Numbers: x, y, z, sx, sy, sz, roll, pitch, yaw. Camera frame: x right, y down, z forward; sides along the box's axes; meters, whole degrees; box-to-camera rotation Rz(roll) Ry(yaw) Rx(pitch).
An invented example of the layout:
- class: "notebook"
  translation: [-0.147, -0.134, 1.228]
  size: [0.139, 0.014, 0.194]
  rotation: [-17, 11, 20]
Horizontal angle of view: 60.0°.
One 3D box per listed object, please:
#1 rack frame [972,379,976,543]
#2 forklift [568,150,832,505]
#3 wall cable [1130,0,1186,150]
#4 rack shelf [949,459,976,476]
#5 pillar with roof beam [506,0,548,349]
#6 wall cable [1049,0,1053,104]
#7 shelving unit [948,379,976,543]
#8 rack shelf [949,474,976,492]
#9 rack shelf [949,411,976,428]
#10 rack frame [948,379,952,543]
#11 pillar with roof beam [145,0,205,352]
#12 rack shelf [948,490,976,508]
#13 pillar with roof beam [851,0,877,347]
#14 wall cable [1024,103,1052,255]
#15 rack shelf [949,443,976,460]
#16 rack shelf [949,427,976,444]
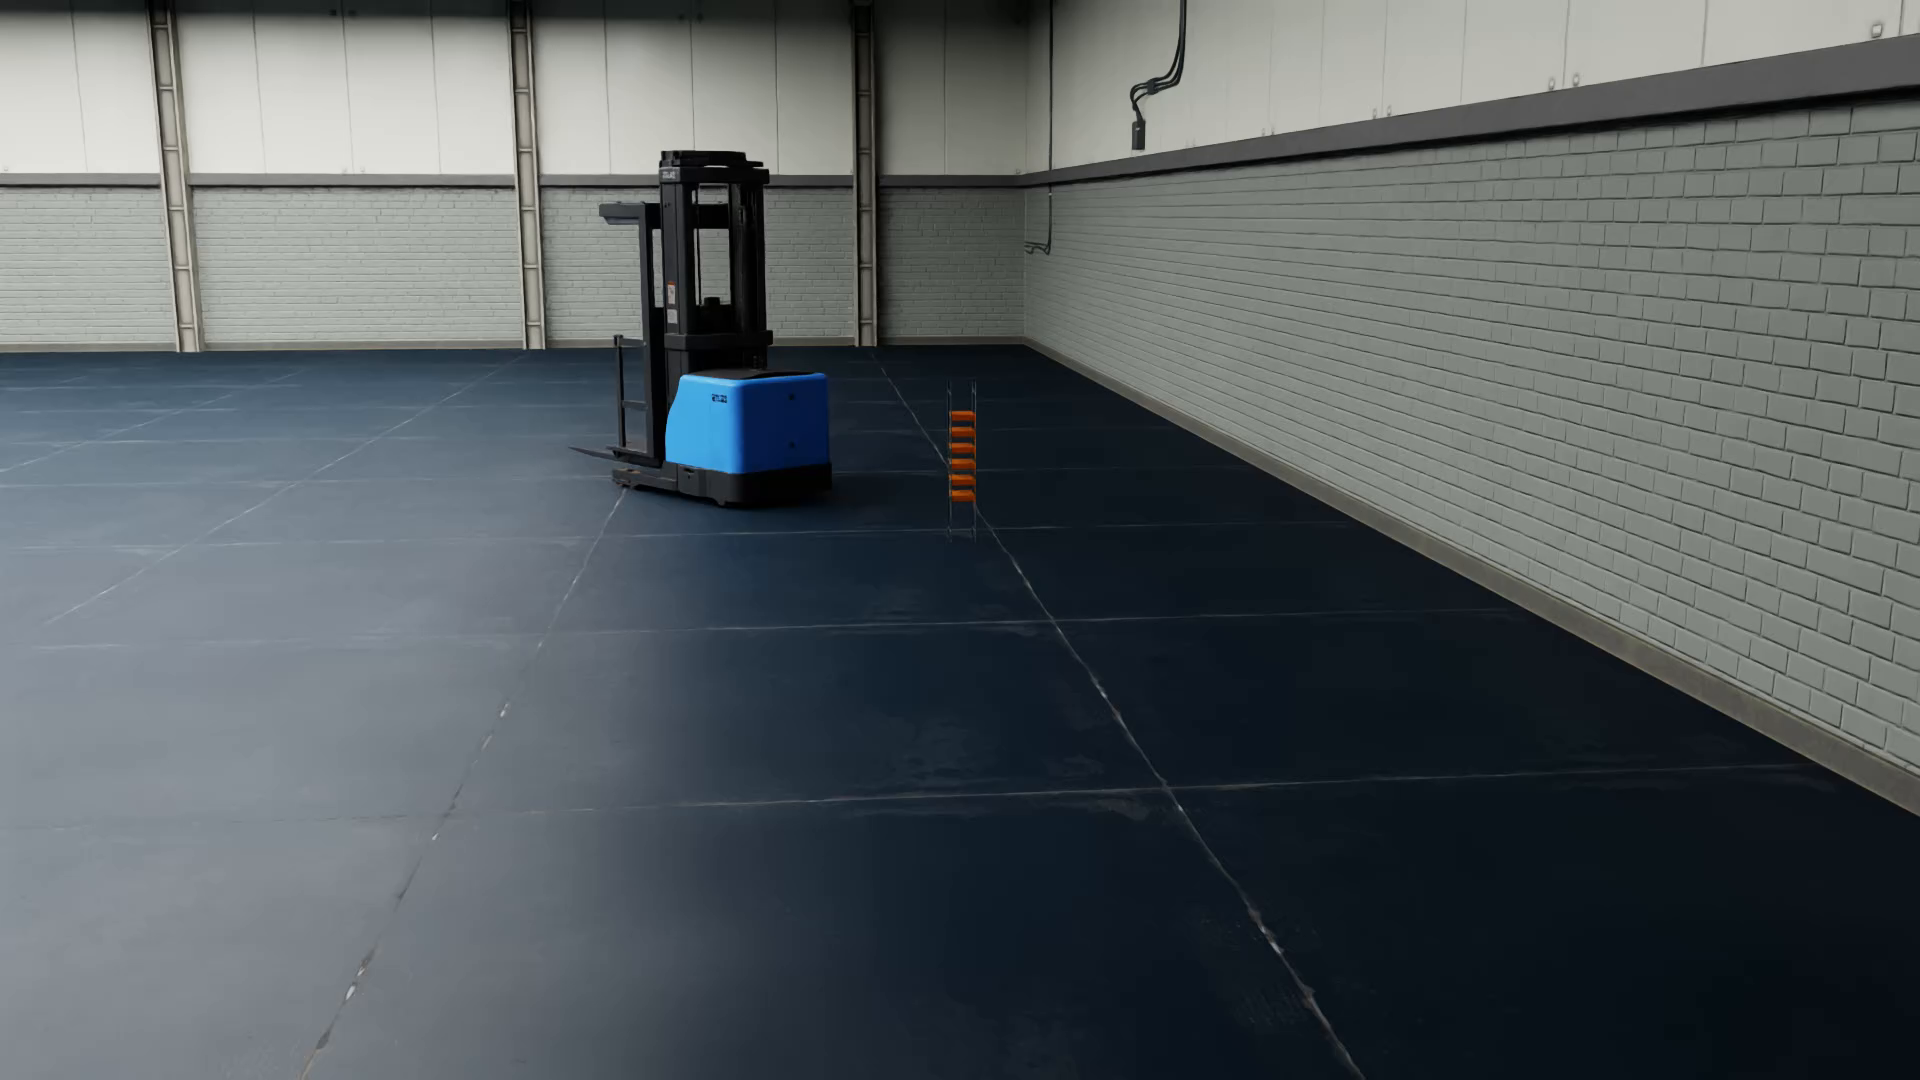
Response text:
- class: "rack frame"
  translation: [0.105, -0.591, 12.413]
  size: [0.006, 1.200, 0.240]
  rotation: [-1, 11, -6]
- class: "forklift"
  translation: [-2.482, -1.949, 14.835]
  size: [1.130, 2.935, 3.031]
  rotation: [-10, 15, -42]
- class: "wall cable"
  translation: [2.338, -7.673, 19.403]
  size: [0.169, 6.003, 2.305]
  rotation: [-1, 11, -6]
- class: "rack shelf"
  translation: [0.014, -0.545, 12.412]
  size: [0.180, 0.103, 0.258]
  rotation: [-1, 11, -6]
- class: "pillar with roof beam"
  translation: [-7.243, -7.067, 25.136]
  size: [0.548, 9.000, 9.100]
  rotation: [-1, 11, -6]
- class: "wall cable"
  translation: [1.620, -8.261, 26.167]
  size: [0.112, 2.526, 3.097]
  rotation: [-1, 11, -6]
- class: "shelving unit"
  translation: [0.014, -0.589, 12.403]
  size: [0.189, 1.200, 0.258]
  rotation: [-1, 11, -6]
- class: "rack shelf"
  translation: [0.014, -0.428, 12.435]
  size: [0.180, 0.103, 0.258]
  rotation: [-1, 11, -6]
- class: "rack shelf"
  translation: [0.014, -0.899, 12.342]
  size: [0.180, 0.103, 0.258]
  rotation: [-1, 11, -6]
- class: "rack frame"
  translation: [-0.077, -0.587, 12.393]
  size: [0.006, 1.200, 0.240]
  rotation: [-1, 11, -6]
- class: "pillar with roof beam"
  translation: [-13.208, -6.942, 24.500]
  size: [0.400, 9.000, 9.100]
  rotation: [-1, 11, -6]
- class: "rack shelf"
  translation: [0.014, -0.310, 12.458]
  size: [0.180, 0.103, 0.258]
  rotation: [-1, 11, -6]
- class: "pillar with roof beam"
  translation: [-1.278, -7.192, 25.772]
  size: [0.548, 9.000, 9.100]
  rotation: [-1, 11, -6]
- class: "wall cable"
  translation: [1.328, -6.302, 29.293]
  size: [0.112, 2.526, 3.097]
  rotation: [-1, 11, -6]
- class: "rack shelf"
  translation: [0.014, -0.663, 12.388]
  size: [0.180, 0.103, 0.258]
  rotation: [-1, 11, -6]
- class: "rack shelf"
  translation: [0.014, -0.781, 12.365]
  size: [0.180, 0.103, 0.258]
  rotation: [-1, 11, -6]
